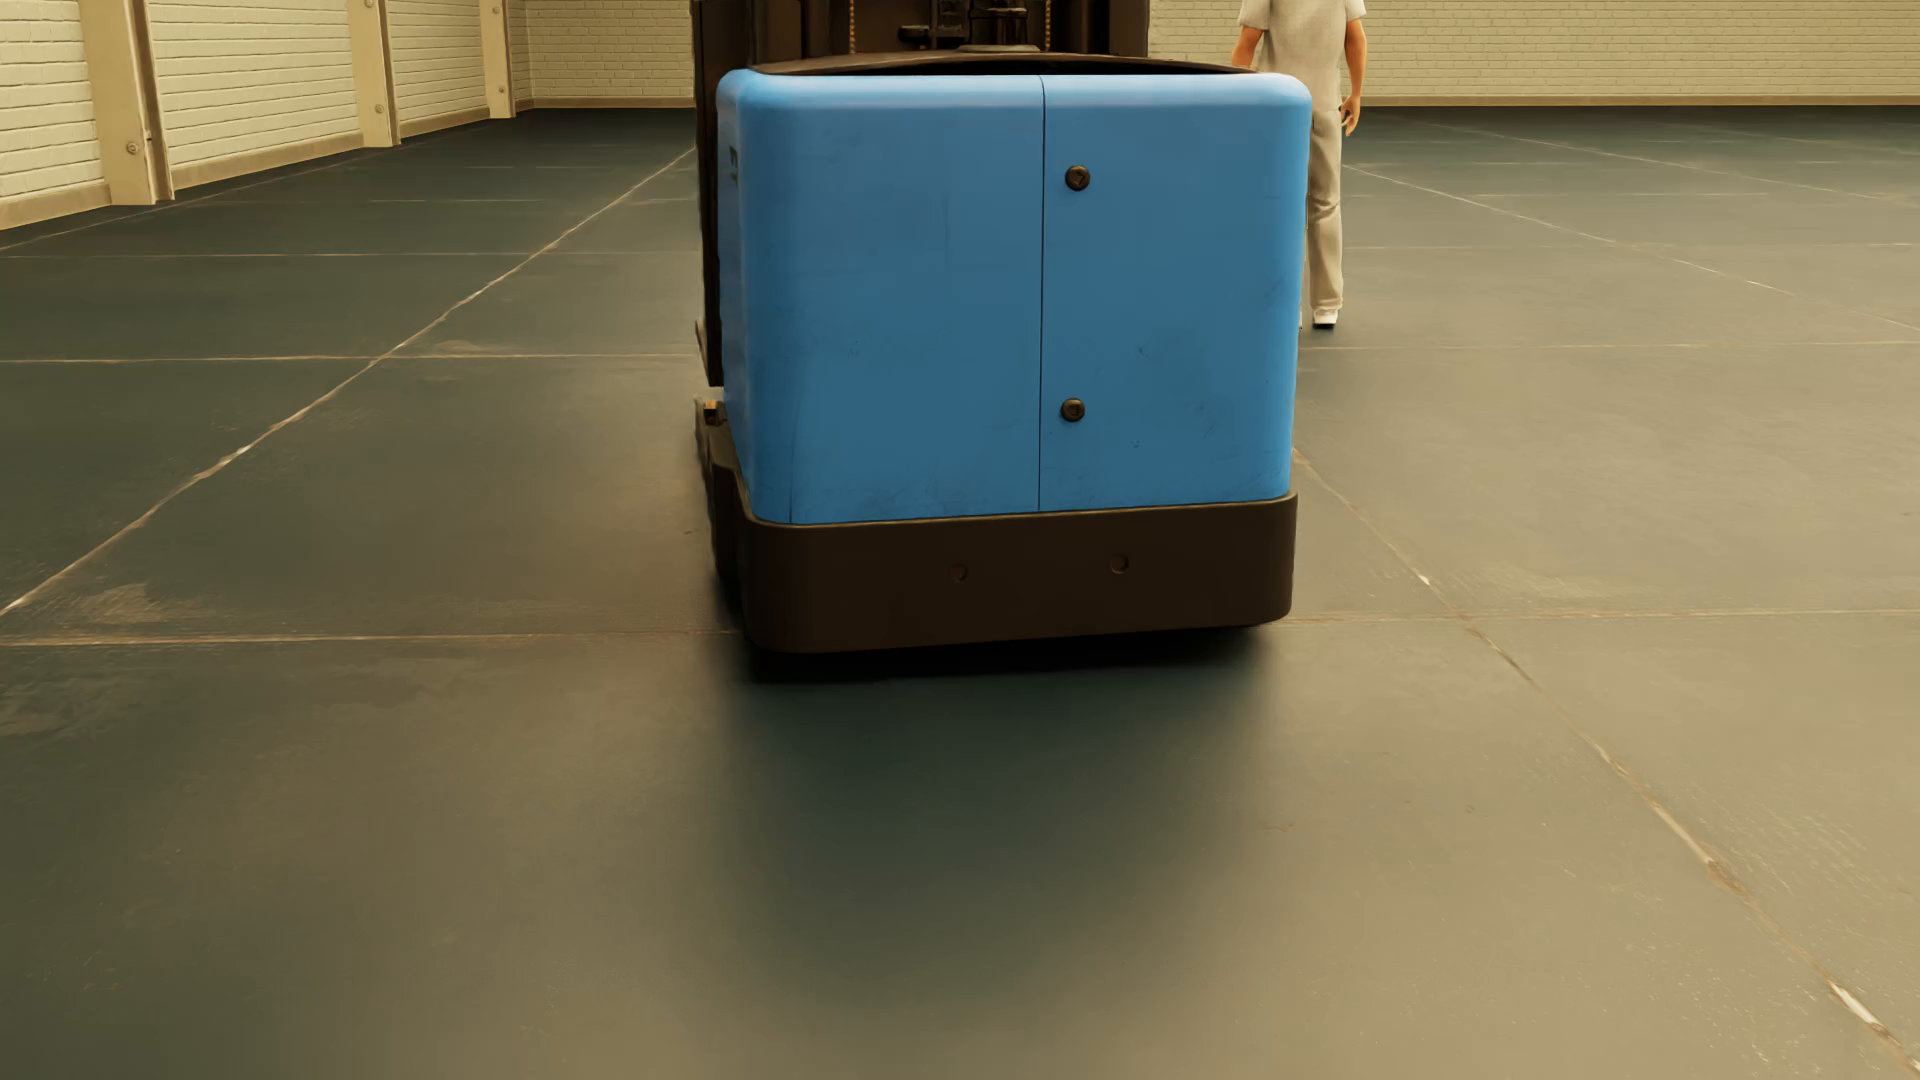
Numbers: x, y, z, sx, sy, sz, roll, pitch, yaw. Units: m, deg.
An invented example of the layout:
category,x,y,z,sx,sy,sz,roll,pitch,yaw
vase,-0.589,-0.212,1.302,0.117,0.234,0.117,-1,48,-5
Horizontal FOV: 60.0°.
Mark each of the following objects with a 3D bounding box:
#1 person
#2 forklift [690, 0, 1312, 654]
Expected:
category,x,y,z,sx,sy,sz,roll,pitch,yaw
person,1.296,-1.662,6.462,0.549,1.674,0.549,-1,17,-2
forklift,-0.136,-1.585,4.088,1.130,2.935,3.031,-3,17,-10
